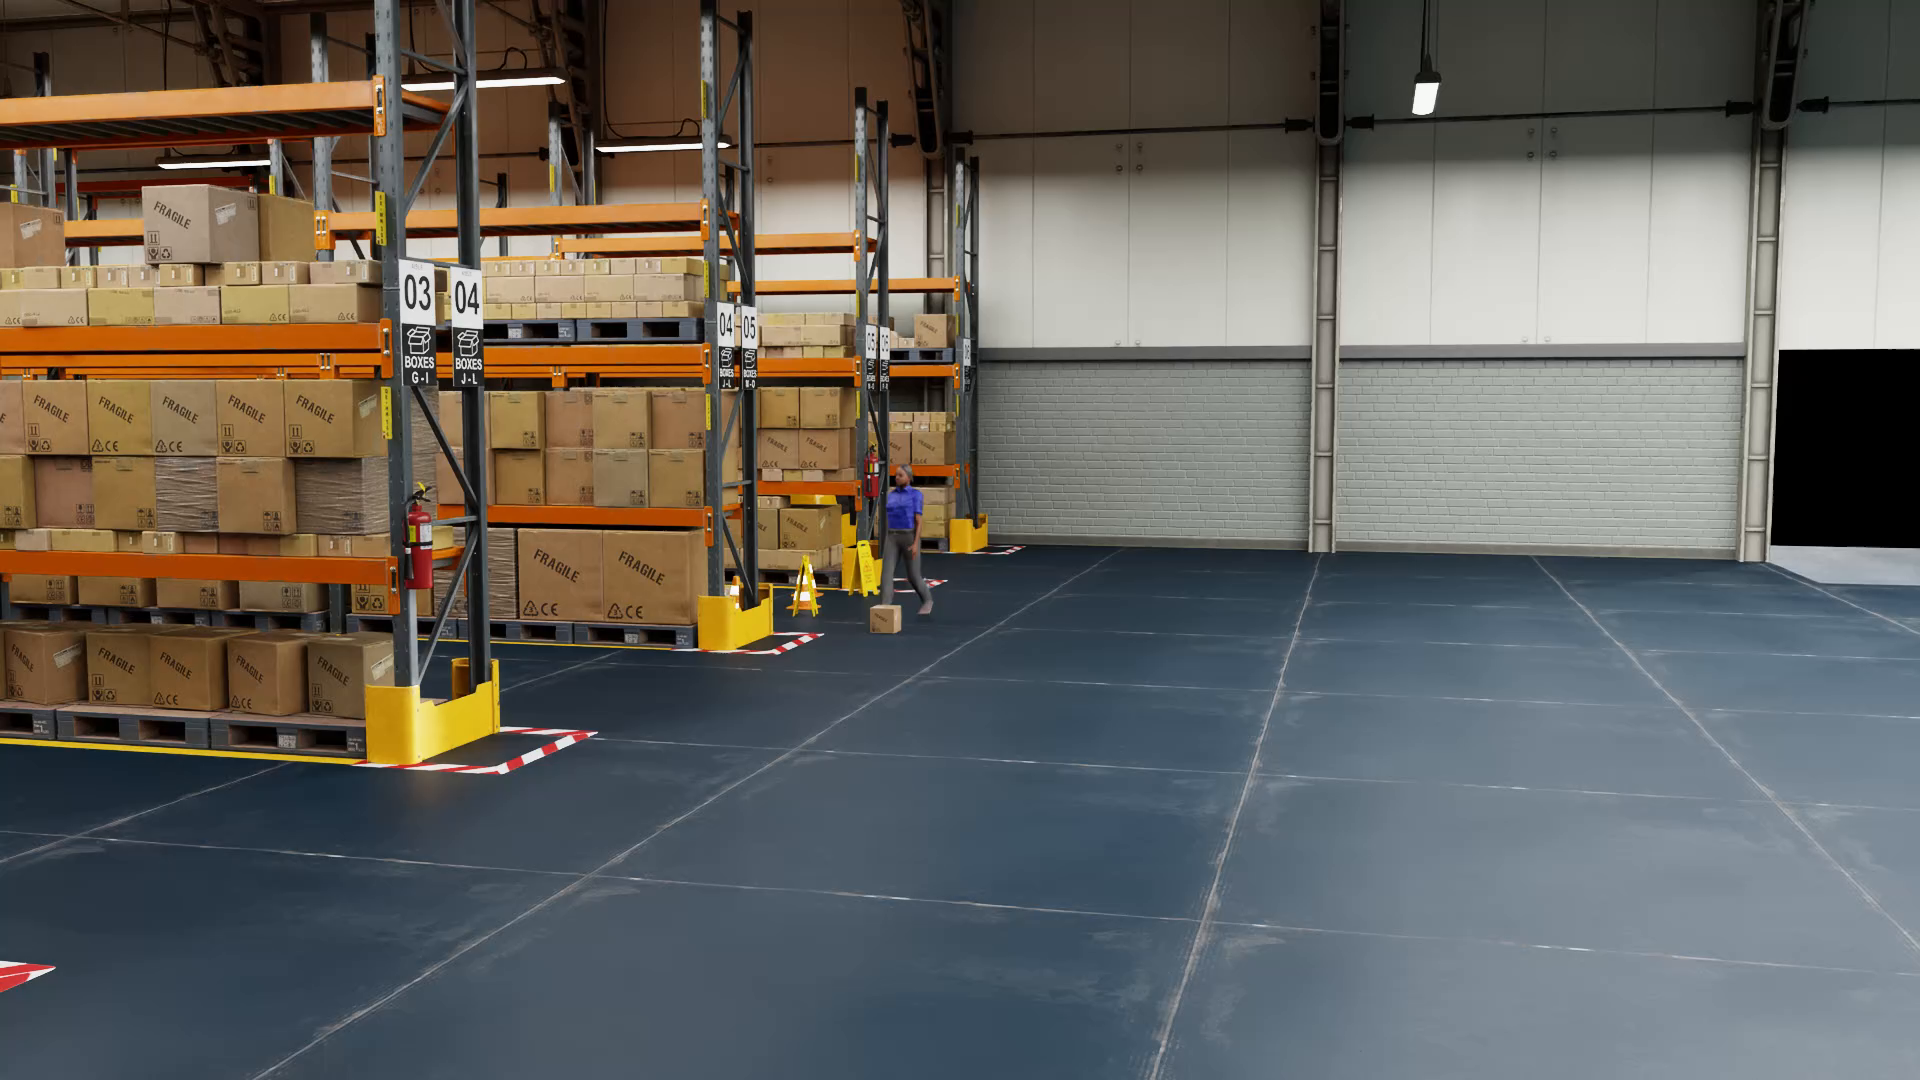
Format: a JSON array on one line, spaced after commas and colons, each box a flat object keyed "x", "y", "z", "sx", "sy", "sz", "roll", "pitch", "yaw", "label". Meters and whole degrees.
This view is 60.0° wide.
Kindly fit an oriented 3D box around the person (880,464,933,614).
[{"x": -0.600, "y": 0.033, "z": 17.089, "sx": 0.444, "sy": 1.619, "sz": 0.827, "roll": 2, "pitch": 5, "yaw": 23, "label": "person"}]
